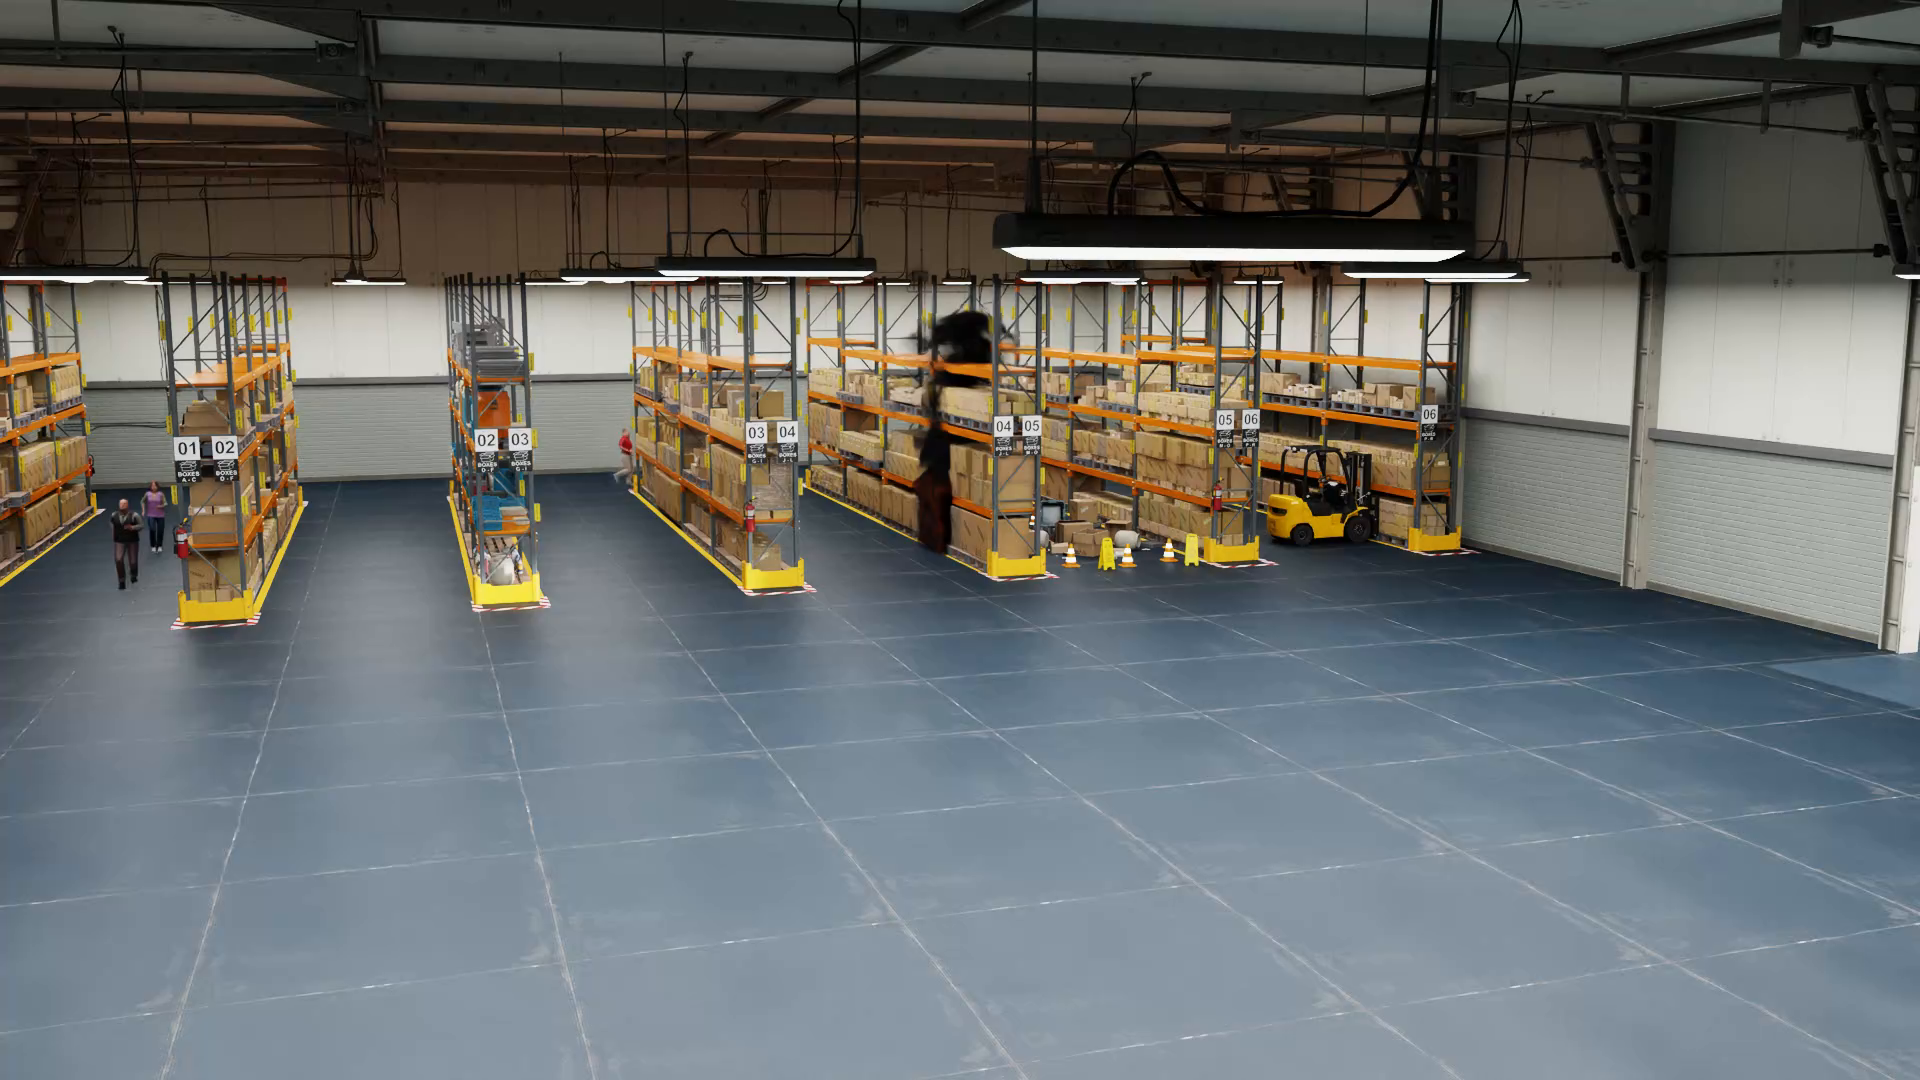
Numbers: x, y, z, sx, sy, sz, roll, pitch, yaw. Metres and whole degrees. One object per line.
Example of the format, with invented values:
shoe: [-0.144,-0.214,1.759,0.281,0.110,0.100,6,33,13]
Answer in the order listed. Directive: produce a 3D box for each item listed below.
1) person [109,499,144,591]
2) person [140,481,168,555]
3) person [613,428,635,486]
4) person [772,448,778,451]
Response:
person: [-16.000,0.081,31.982,0.635,1.770,0.793,-3,9,-19]
person: [-17.393,-0.477,35.940,0.510,1.607,0.676,-5,10,-29]
person: [-9.751,-2.414,48.440,0.678,1.684,0.664,0,9,3]
person: [-5.128,-2.128,46.295,0.682,1.769,0.726,-2,9,-11]
